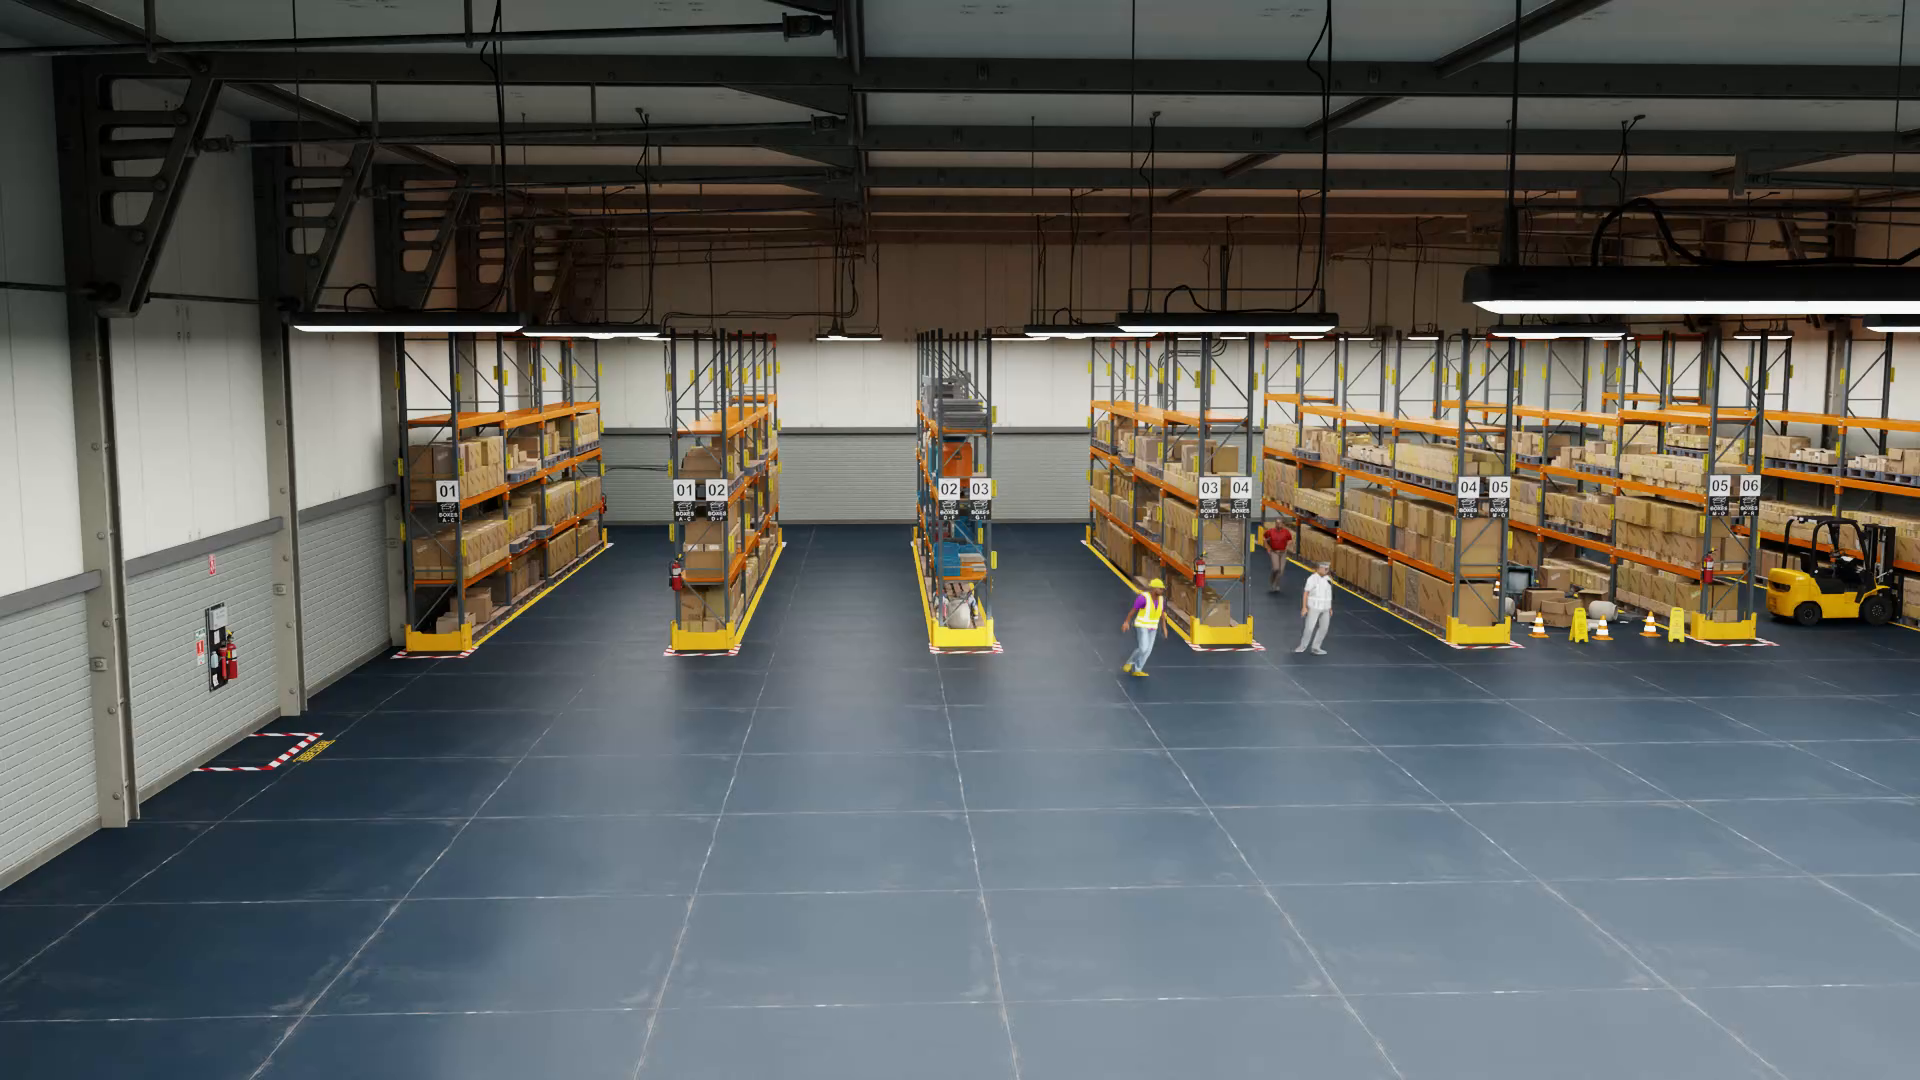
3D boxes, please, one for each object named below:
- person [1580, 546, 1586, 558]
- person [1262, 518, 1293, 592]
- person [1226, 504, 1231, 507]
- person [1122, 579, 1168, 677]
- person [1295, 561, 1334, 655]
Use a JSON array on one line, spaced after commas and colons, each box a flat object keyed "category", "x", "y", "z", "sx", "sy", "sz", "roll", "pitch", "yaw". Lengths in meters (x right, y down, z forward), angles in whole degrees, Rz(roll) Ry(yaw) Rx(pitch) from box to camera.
[{"category": "person", "x": 16.349, "y": -0.269, "z": 44.261, "sx": 0.533, "sy": 1.566, "sz": 0.905, "roll": -2, "pitch": 7, "yaw": -15}, {"category": "person", "x": 7.368, "y": 0.364, "z": 38.407, "sx": 0.648, "sy": 1.729, "sz": 0.700, "roll": 0, "pitch": 7, "yaw": -3}, {"category": "person", "x": 7.419, "y": -0.735, "z": 47.306, "sx": 0.690, "sy": 1.759, "sz": 0.904, "roll": 2, "pitch": 7, "yaw": 15}, {"category": "person", "x": 3.201, "y": 1.509, "z": 28.599, "sx": 0.719, "sy": 1.718, "sz": 0.628, "roll": -5, "pitch": 8, "yaw": -35}, {"category": "person", "x": 6.554, "y": 1.251, "z": 30.707, "sx": 0.670, "sy": 1.728, "sz": 0.513, "roll": -3, "pitch": 7, "yaw": -24}]
